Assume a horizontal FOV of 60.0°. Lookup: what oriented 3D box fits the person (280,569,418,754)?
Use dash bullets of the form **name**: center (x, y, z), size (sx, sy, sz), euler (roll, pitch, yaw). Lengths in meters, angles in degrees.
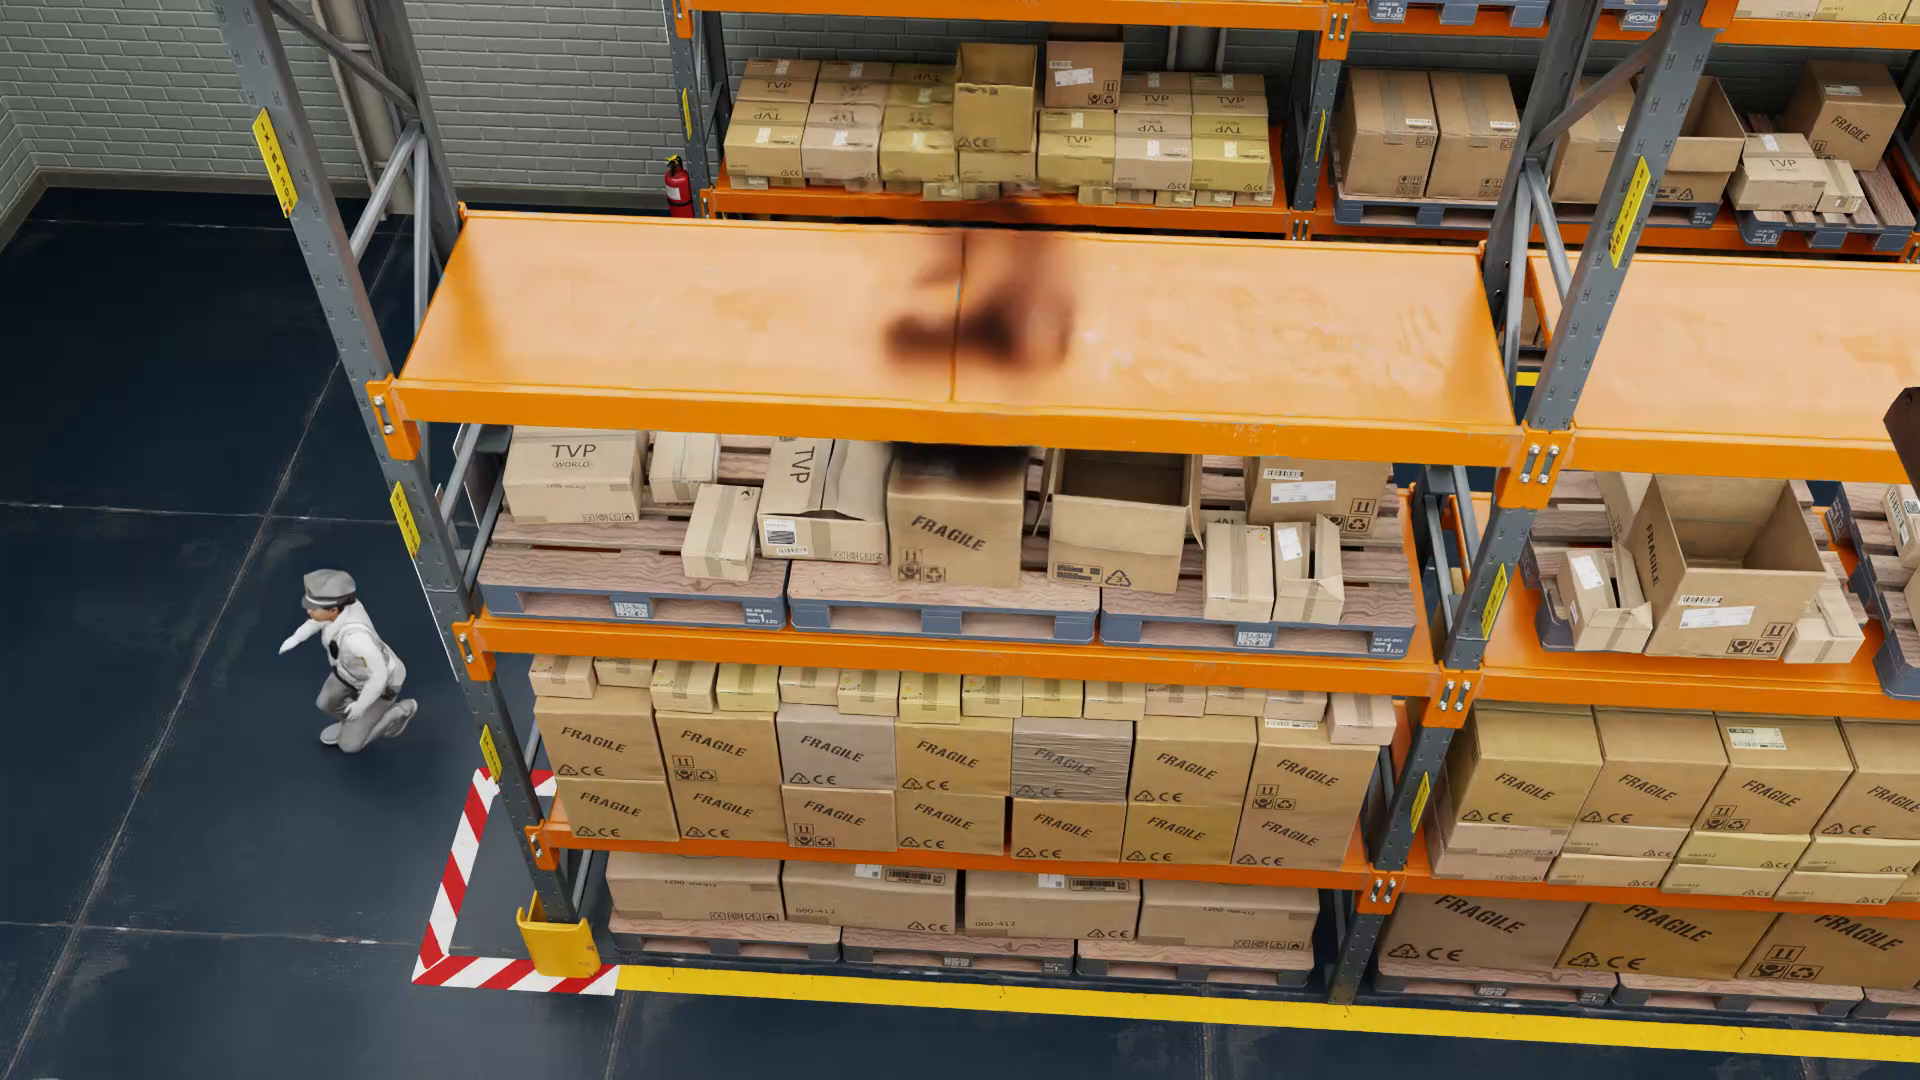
- **person**: center (-3.300, 0.711, 9.002), size (0.486, 1.558, 0.809), euler (-33, 56, -26)
